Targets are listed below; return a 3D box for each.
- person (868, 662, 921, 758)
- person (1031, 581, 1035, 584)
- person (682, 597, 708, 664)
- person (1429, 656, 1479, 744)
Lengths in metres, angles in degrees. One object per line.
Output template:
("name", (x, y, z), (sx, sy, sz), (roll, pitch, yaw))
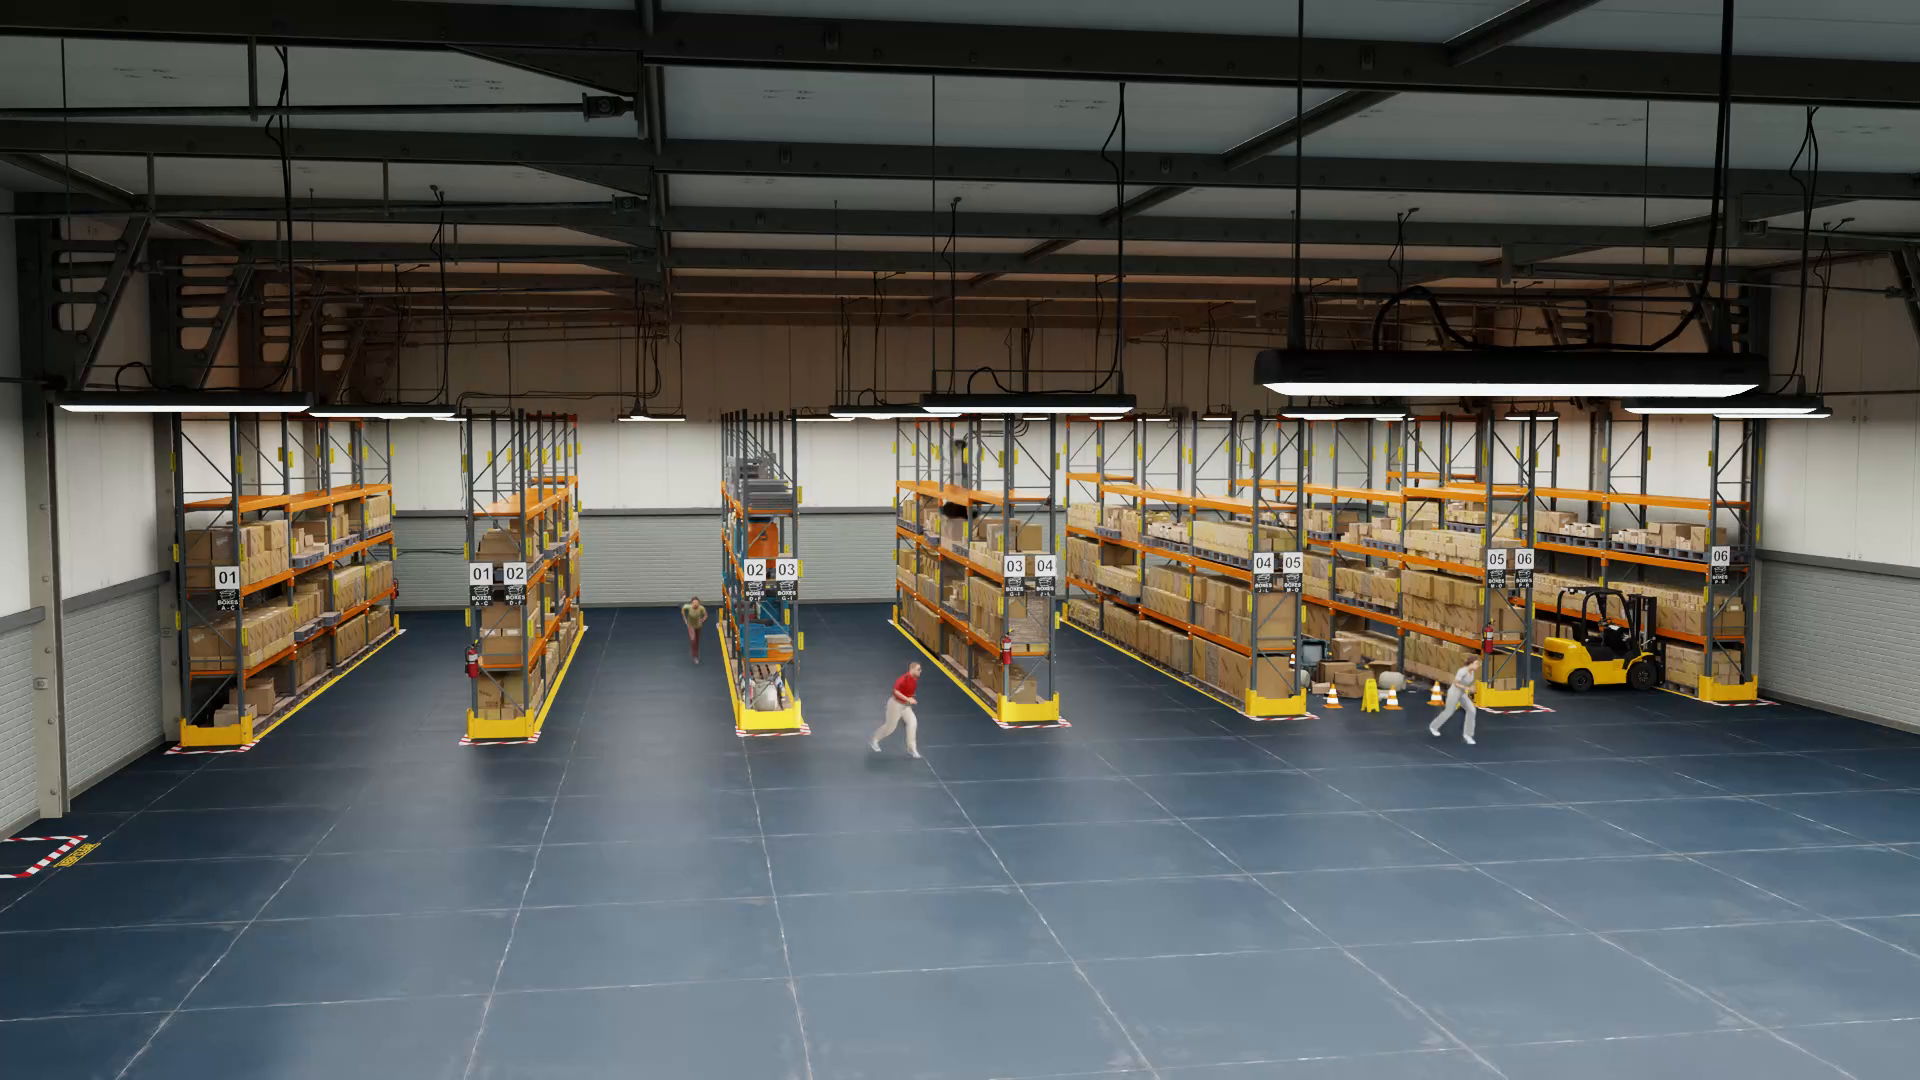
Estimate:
("person", (-1.118, 2.925, 28.712), (1.018, 1.695, 0.703), (2, 4, 21))
("person", (1.870, 1.539, 48.078), (0.749, 1.666, 0.615), (0, 4, 6))
("person", (-6.406, 2.146, 40.171), (0.616, 1.625, 0.989), (-1, 4, -9))
("person", (8.929, 2.859, 30.051), (0.955, 1.626, 0.606), (4, 6, 44))
